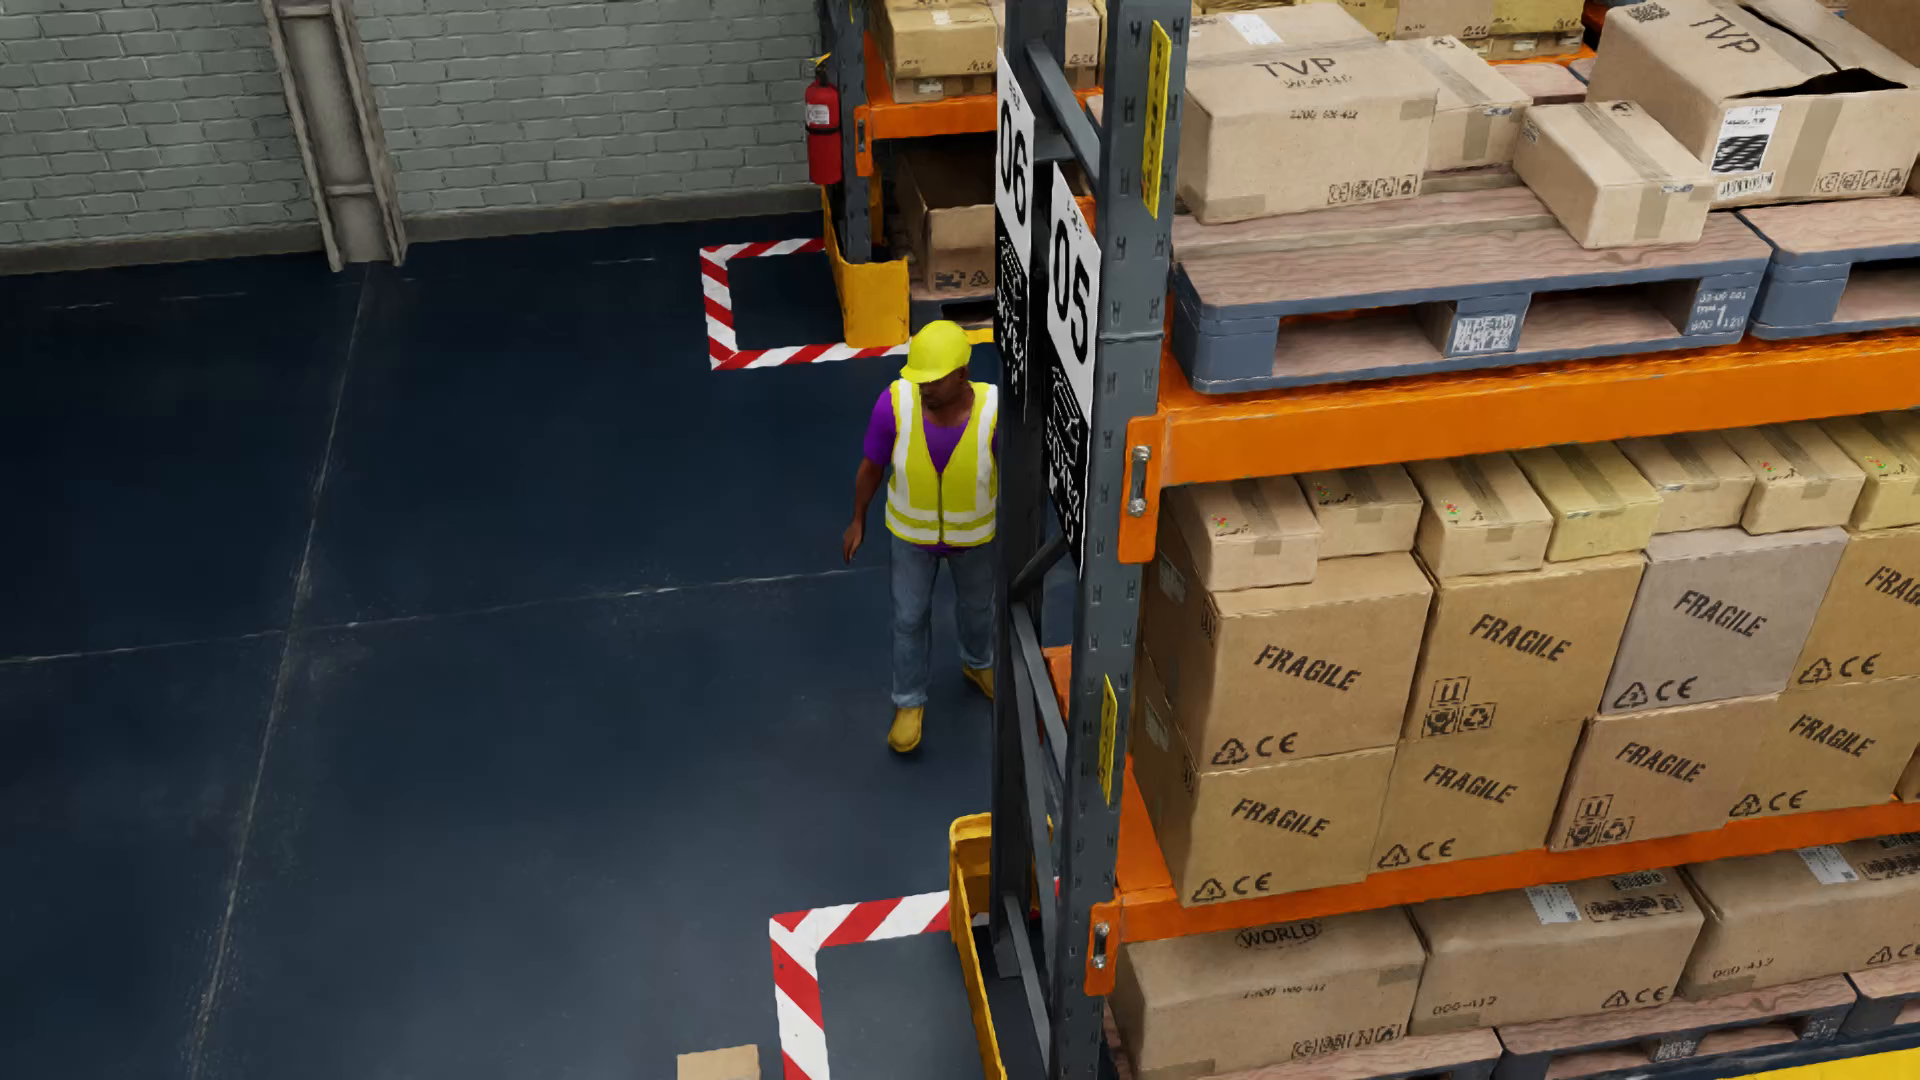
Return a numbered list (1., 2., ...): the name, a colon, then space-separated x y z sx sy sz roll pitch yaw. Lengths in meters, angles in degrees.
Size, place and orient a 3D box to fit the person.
1. person: -0.091 -0.012 6.110 0.700 1.763 0.580 1 38 1
